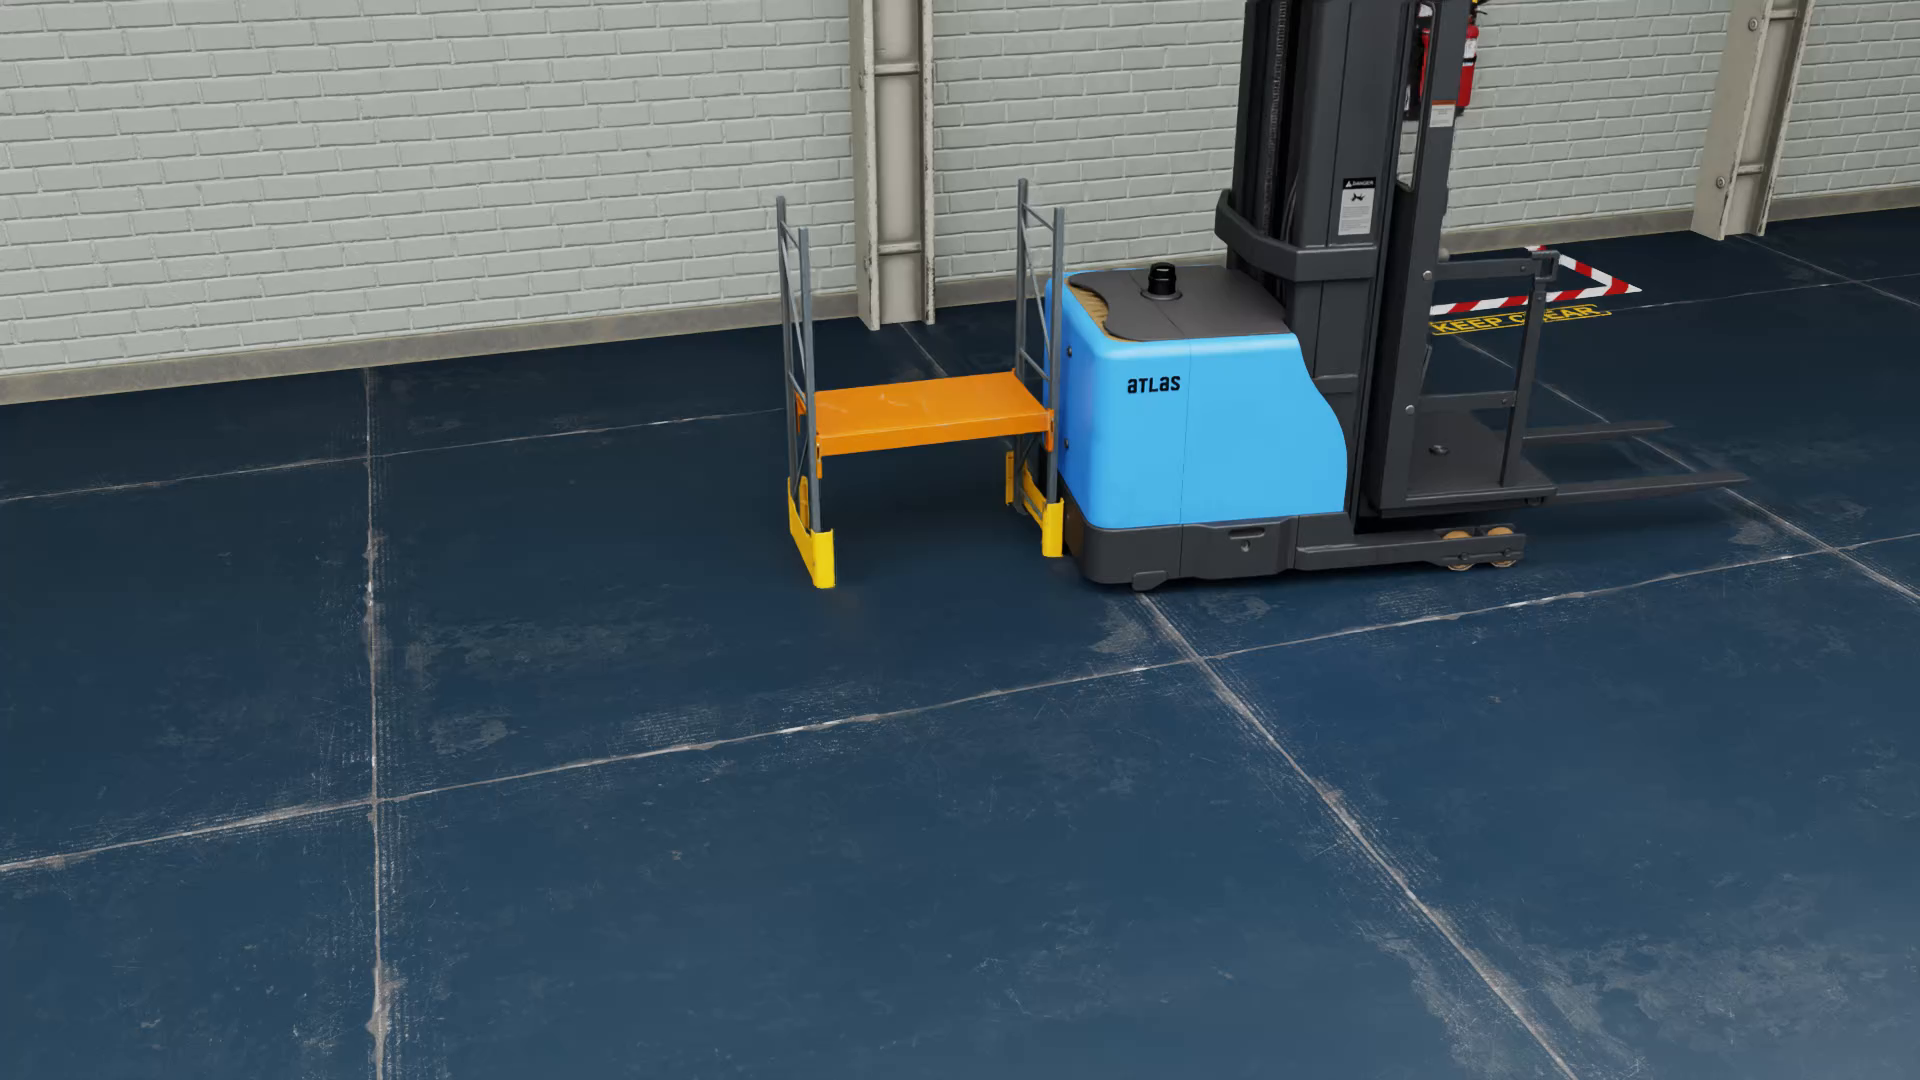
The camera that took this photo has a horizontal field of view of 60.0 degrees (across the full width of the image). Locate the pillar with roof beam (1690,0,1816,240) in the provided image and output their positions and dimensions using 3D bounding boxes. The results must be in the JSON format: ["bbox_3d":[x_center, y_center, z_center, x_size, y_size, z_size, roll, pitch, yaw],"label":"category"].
[{"bbox_3d":[6.658,-4.353,5.898,0.400,9.000,9.100,-8,28,-16],"label":"pillar with roof beam"}]

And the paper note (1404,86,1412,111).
[{"bbox_3d":[2.773,-2.772,10.451,0.142,0.148,0.016,-8,28,-16],"label":"paper note"}]

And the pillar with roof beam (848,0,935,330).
[{"bbox_3d":[0.953,-3.527,4.234,0.400,9.000,9.100,-8,28,-16],"label":"pillar with roof beam"}]

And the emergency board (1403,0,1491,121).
[{"bbox_3d":[2.963,-3.162,10.246,0.643,1.169,0.194,-8,28,-16],"label":"emergency board"}]

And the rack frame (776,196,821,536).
[{"bbox_3d":[-0.652,-0.598,6.768,0.032,1.500,0.500,-7,27,-14],"label":"rack frame"}]

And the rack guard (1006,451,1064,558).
[{"bbox_3d":[0.323,-0.164,7.299,0.087,0.250,0.587,-7,27,-14],"label":"rack guard"}]

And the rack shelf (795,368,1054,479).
[{"bbox_3d":[-0.164,-0.500,6.975,1.000,0.185,0.538,-7,27,-14],"label":"rack shelf"}]

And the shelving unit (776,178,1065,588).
[{"bbox_3d":[-0.155,-0.662,6.897,1.083,1.500,0.587,-7,27,-14],"label":"shelving unit"}]

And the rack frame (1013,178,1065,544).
[{"bbox_3d":[0.325,-0.724,7.022,0.032,1.500,0.500,-7,27,-14],"label":"rack frame"}]

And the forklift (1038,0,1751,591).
[{"bbox_3d":[1.920,-1.409,6.793,3.031,2.935,1.130,-5,27,-9],"label":"forklift"}]

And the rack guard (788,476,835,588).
[{"bbox_3d":[-0.633,-0.041,7.051,0.087,0.250,0.587,-7,27,-14],"label":"rack guard"}]
